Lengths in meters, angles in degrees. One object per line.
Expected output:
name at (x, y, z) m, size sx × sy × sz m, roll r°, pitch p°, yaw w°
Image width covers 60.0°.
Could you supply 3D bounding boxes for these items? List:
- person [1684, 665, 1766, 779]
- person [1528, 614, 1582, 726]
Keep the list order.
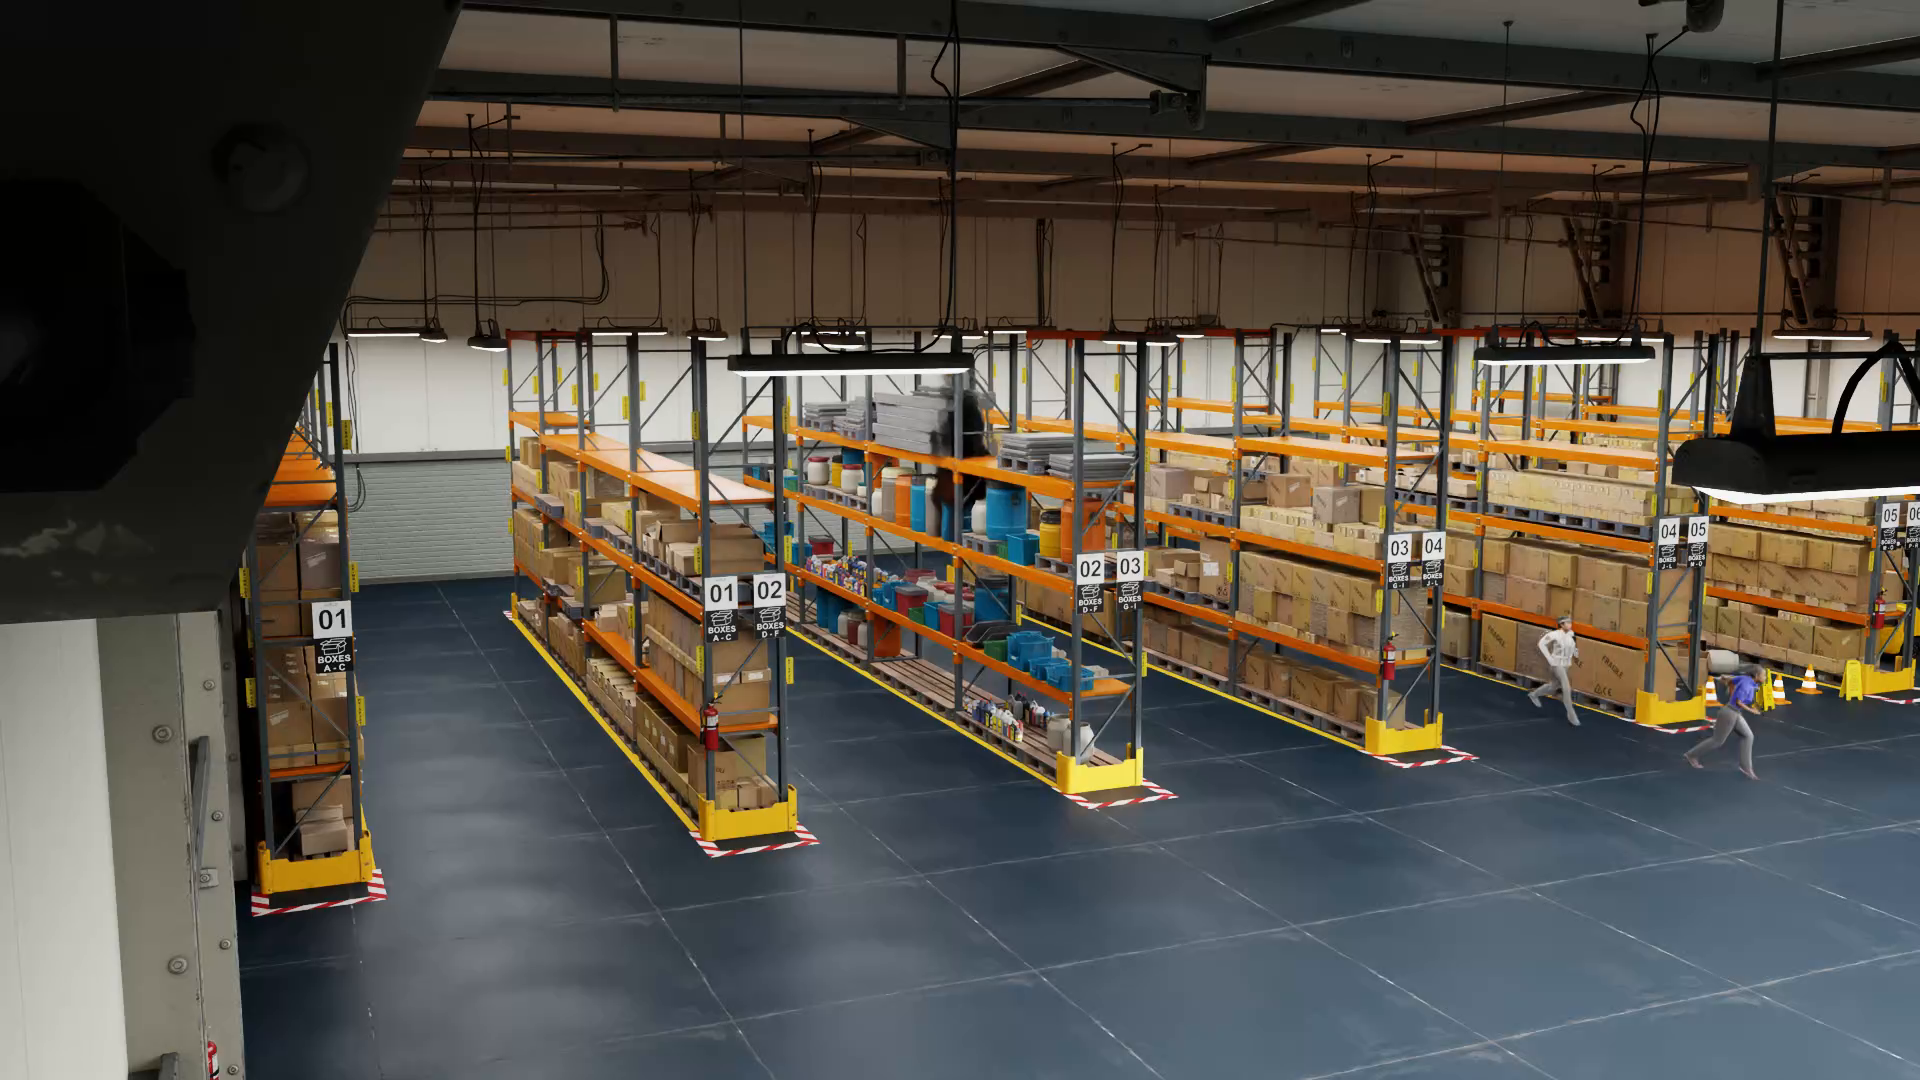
person at (10.527, 2.485, 22.898) m, size 0.967 × 1.601 × 0.617 m, roll 4°, pitch 9°, yaw 24°
person at (9.354, 1.986, 26.001) m, size 0.568 × 1.739 × 1.038 m, roll -6°, pitch 10°, yaw -37°
